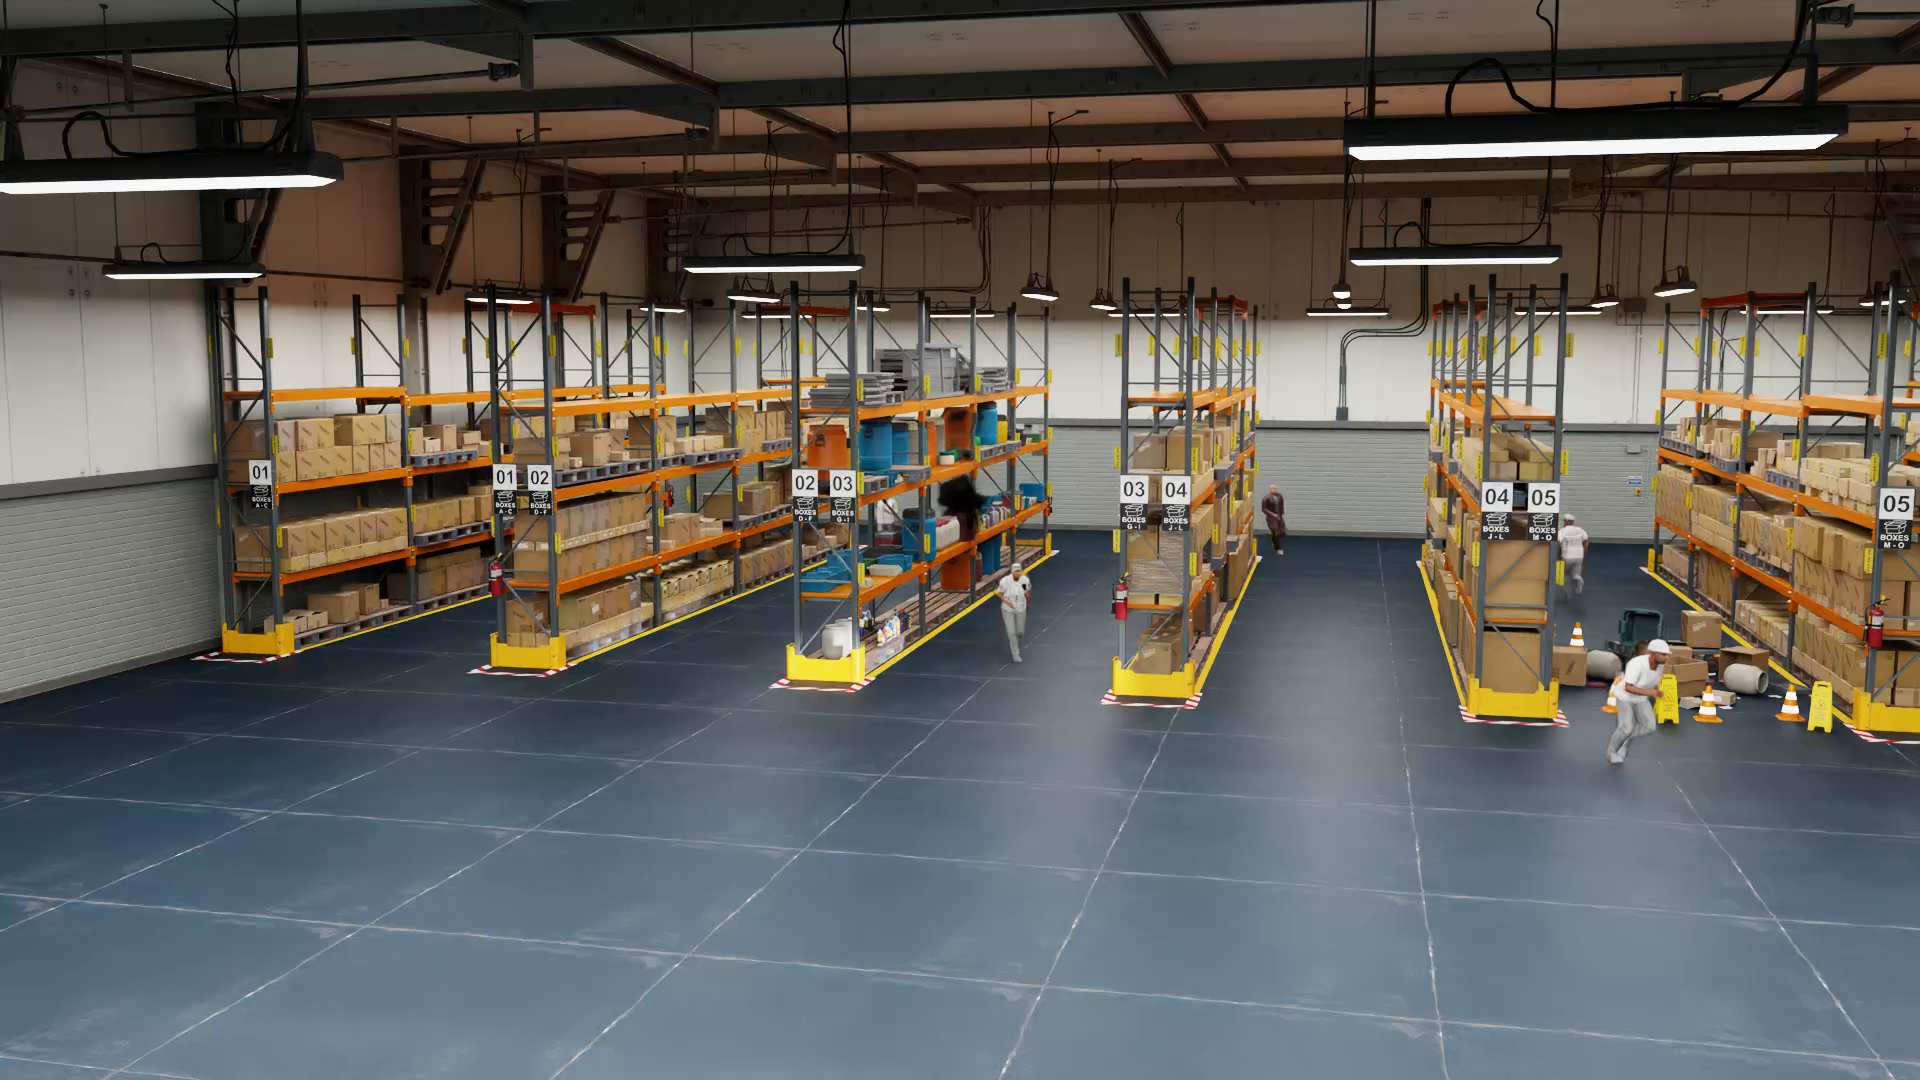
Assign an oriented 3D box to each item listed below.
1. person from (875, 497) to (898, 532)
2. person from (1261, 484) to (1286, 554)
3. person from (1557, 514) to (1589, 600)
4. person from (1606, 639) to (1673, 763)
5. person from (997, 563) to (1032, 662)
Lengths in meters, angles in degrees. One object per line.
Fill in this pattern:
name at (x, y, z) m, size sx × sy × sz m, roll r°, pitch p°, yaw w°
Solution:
person at (-1.758, -0.375, 39.110) m, size 0.635 × 1.825 × 0.794 m, roll 1°, pitch 7°, yaw 5°
person at (7.682, -0.515, 40.653) m, size 0.711 × 1.714 × 0.627 m, roll -3°, pitch 7°, yaw -22°
person at (12.140, 0.389, 32.996) m, size 0.674 × 1.760 × 0.857 m, roll 0°, pitch 7°, yaw 3°
person at (8.162, 1.930, 19.904) m, size 0.737 × 1.585 × 0.863 m, roll -4°, pitch 7°, yaw -28°
person at (0.880, 1.142, 26.872) m, size 0.572 × 1.611 × 0.755 m, roll 0°, pitch 7°, yaw -4°
